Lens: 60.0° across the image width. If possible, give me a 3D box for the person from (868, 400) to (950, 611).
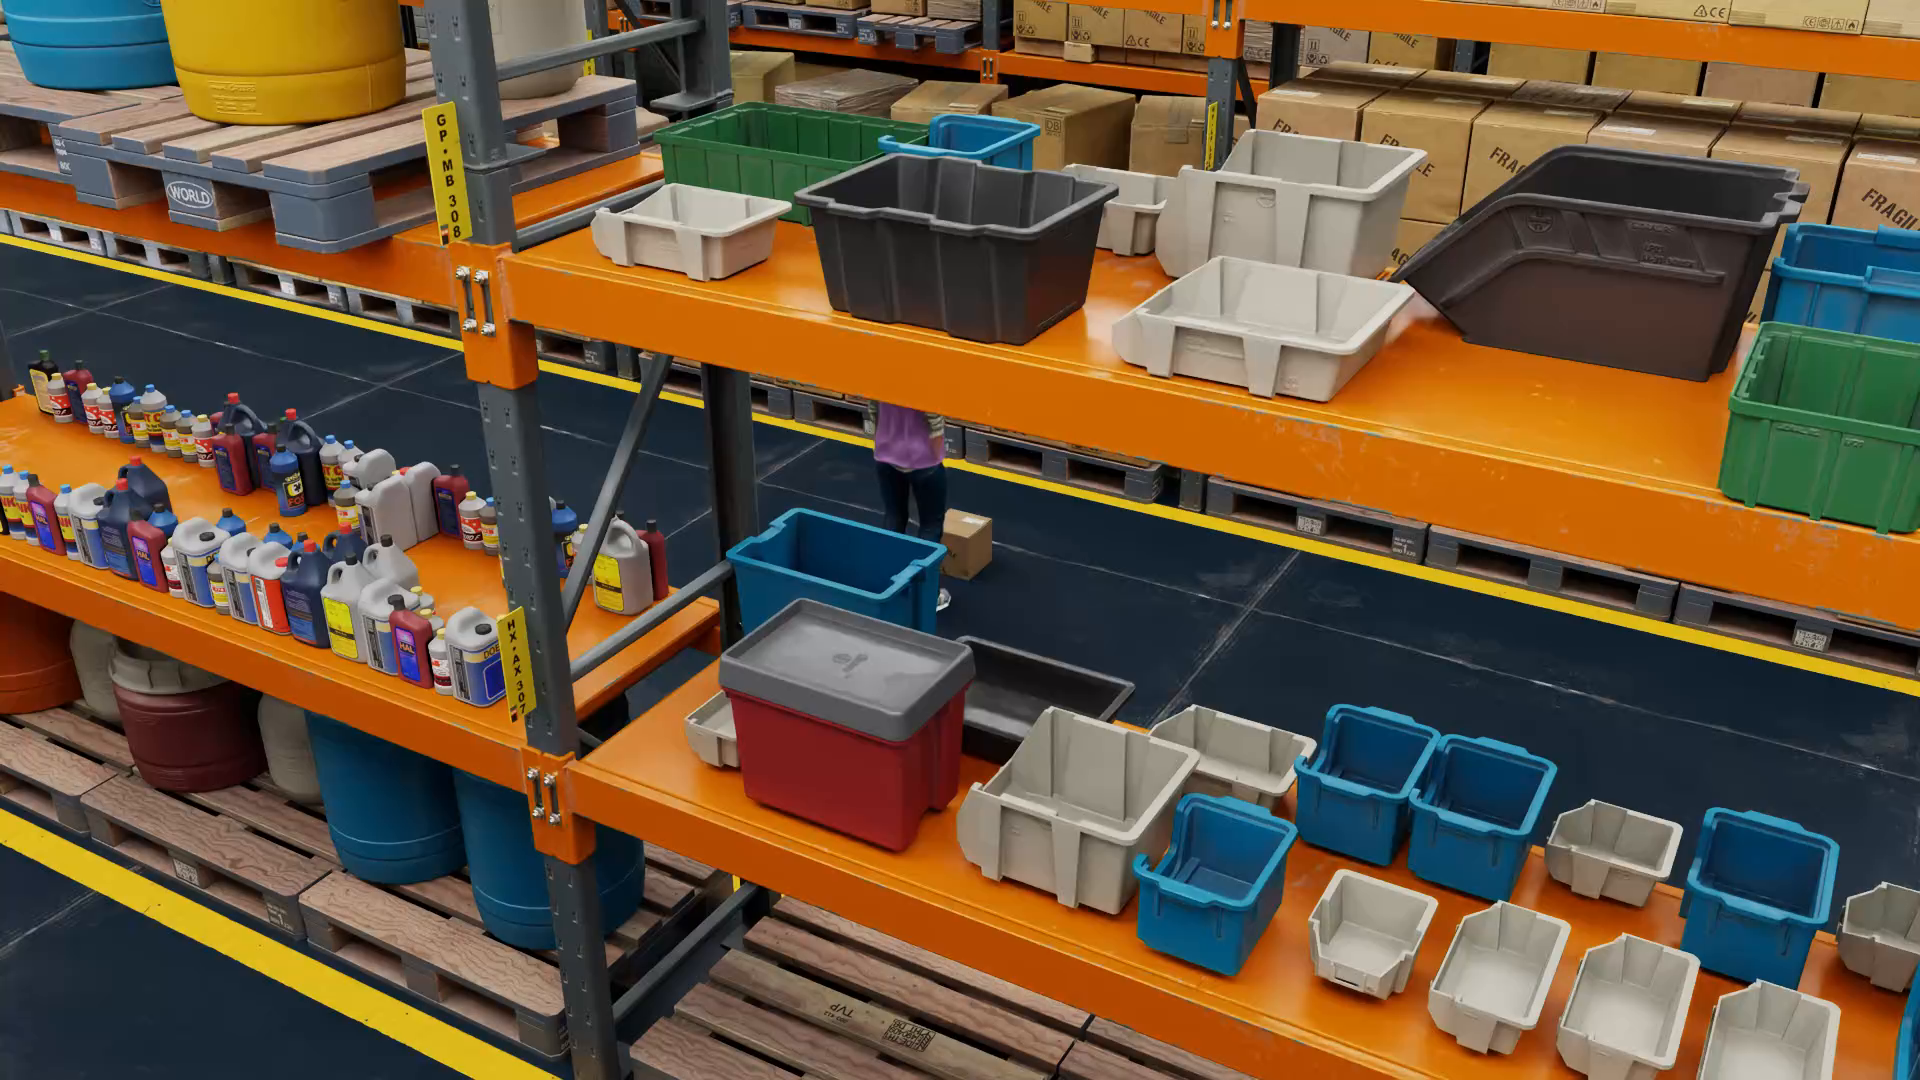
[{"bbox_3d":[-0.253,-0.382,7.909,0.398,1.576,0.306,15,31,27],"label":"person"}]
